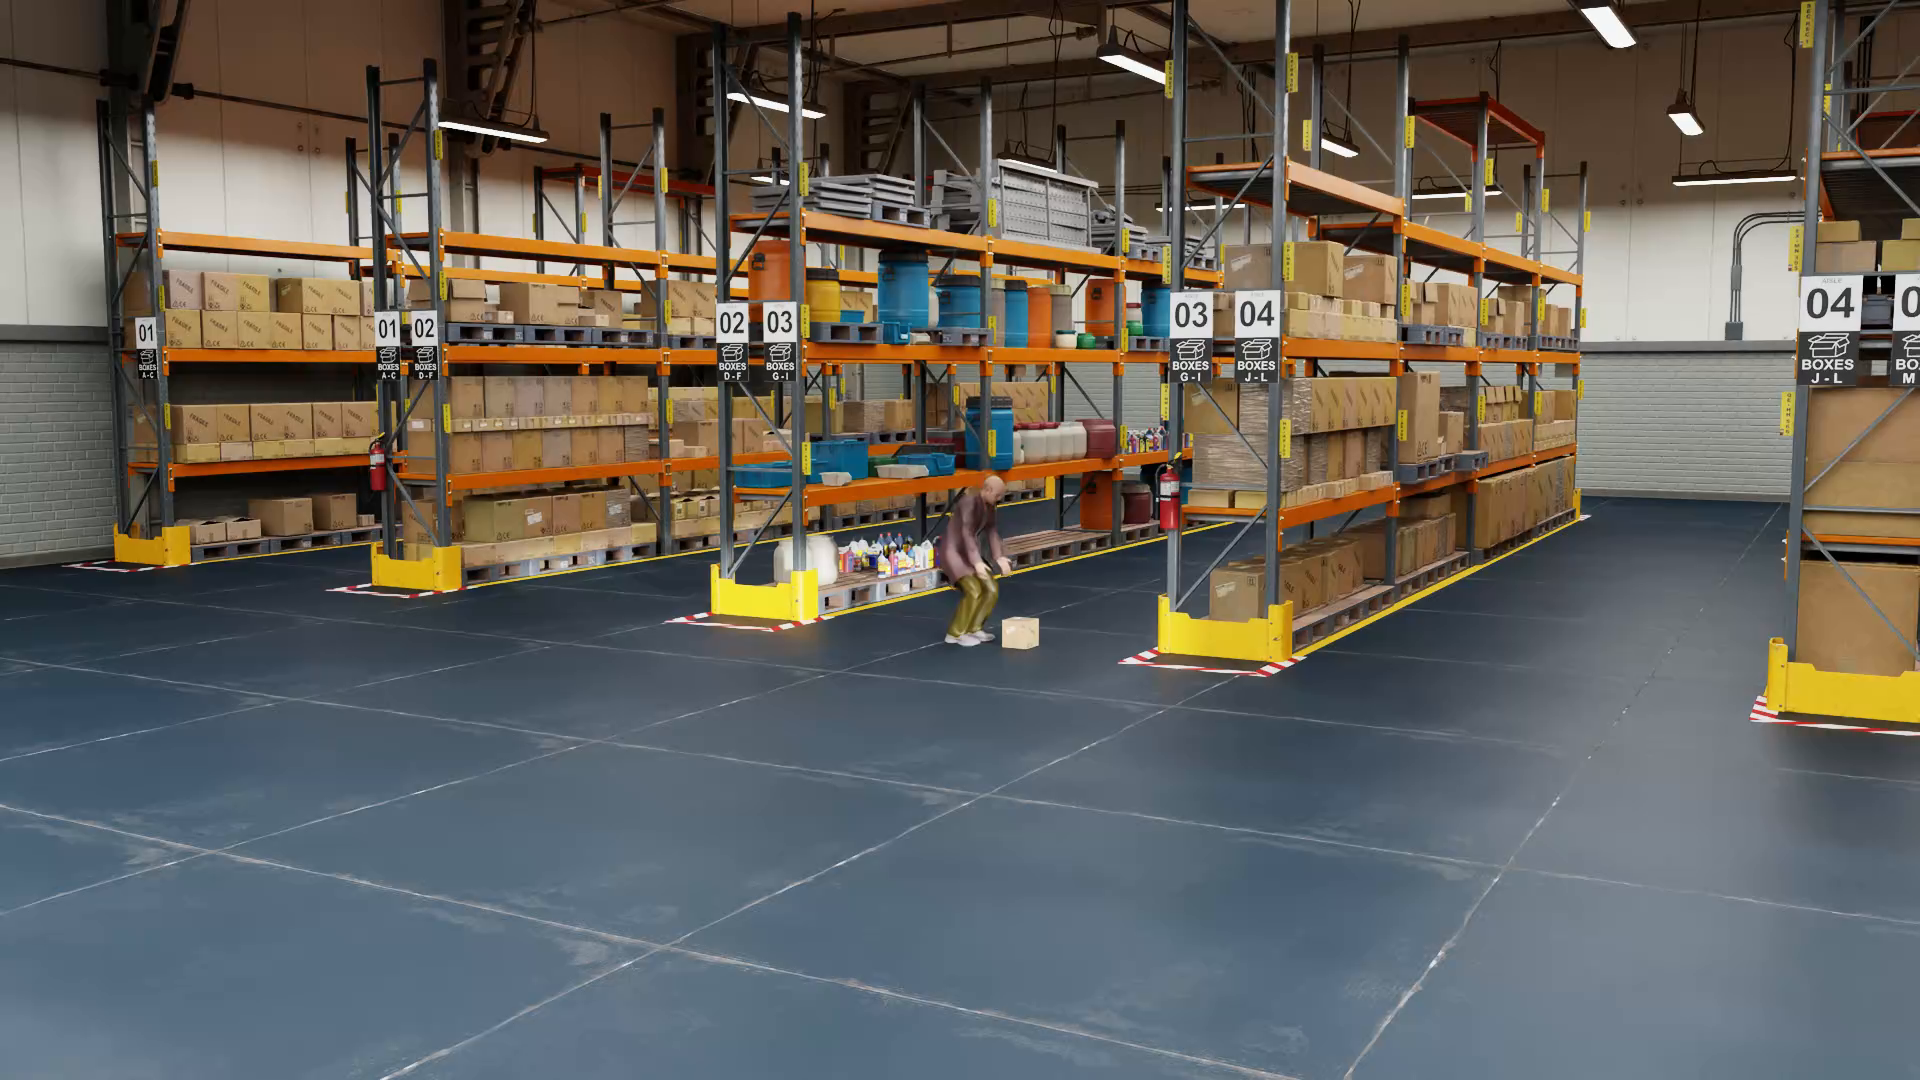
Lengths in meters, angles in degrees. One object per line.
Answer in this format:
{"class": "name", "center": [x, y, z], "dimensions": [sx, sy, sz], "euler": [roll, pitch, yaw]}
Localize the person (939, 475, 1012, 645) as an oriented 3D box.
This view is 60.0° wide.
{"class": "person", "center": [0.130, 0.181, 15.432], "dimensions": [0.613, 1.552, 0.626], "euler": [3, 7, 29]}
